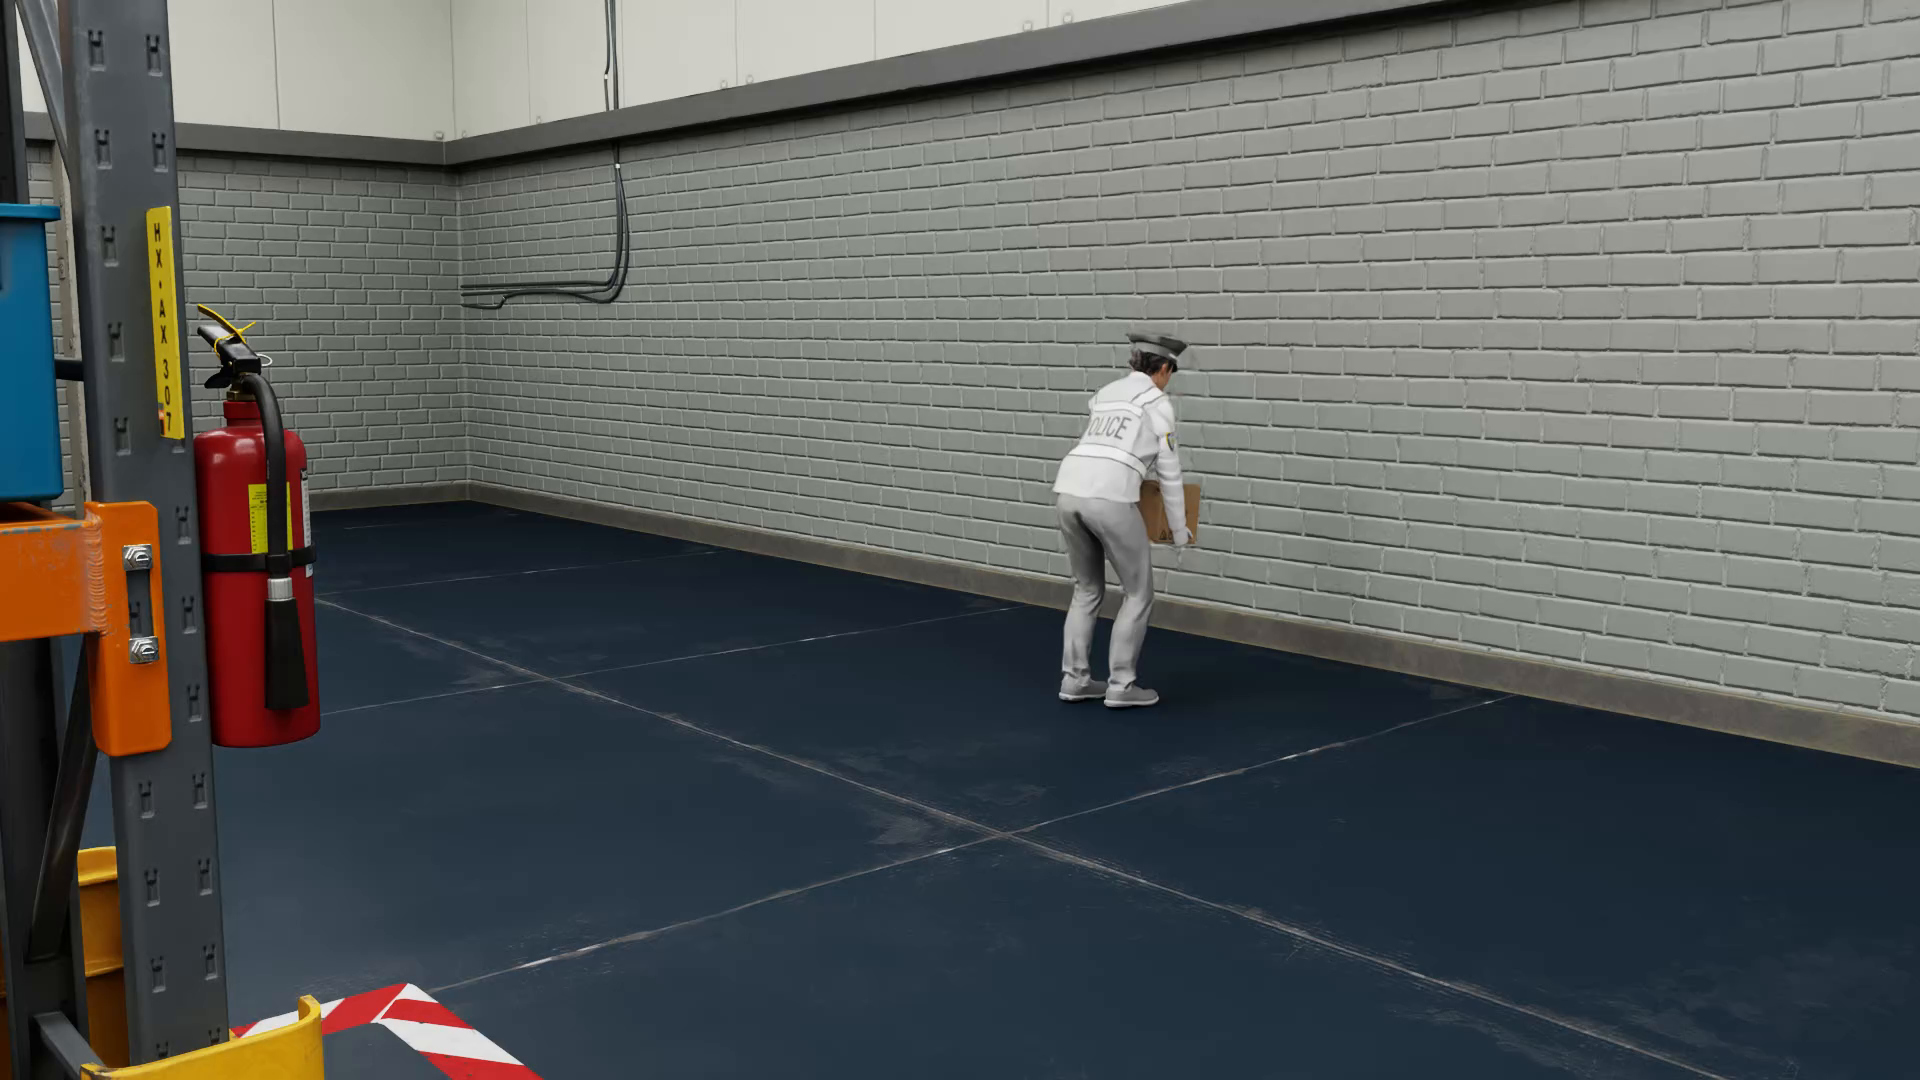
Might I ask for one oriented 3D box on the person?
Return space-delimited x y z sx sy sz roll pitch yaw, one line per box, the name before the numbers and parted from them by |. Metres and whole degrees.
person | 0.681 -0.092 6.944 0.648 1.552 0.411 -7 10 -42
